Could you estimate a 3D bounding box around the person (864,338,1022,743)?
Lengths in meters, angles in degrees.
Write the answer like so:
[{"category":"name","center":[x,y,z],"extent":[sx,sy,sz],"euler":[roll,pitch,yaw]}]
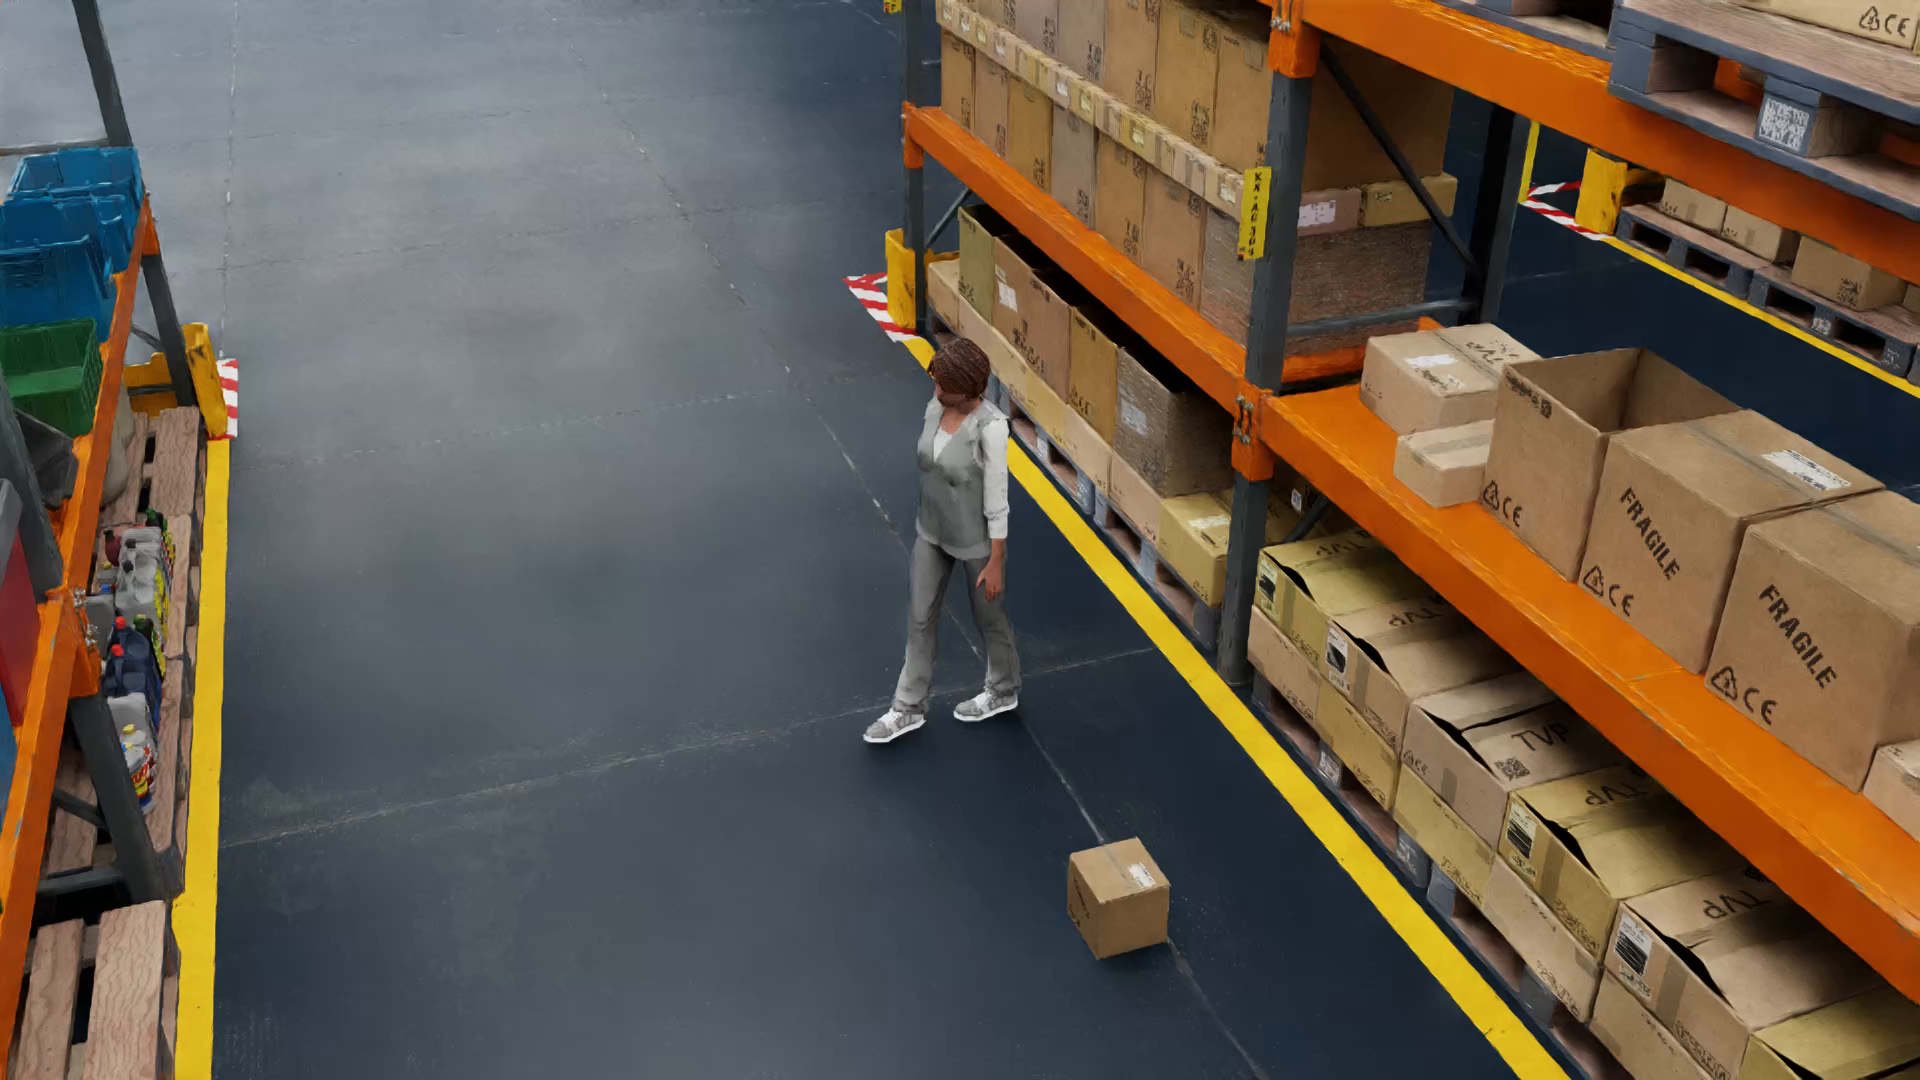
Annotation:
[{"category":"person","center":[-0.044,0.046,6.068],"extent":[0.503,1.583,0.631],"euler":[21,36,32]}]
